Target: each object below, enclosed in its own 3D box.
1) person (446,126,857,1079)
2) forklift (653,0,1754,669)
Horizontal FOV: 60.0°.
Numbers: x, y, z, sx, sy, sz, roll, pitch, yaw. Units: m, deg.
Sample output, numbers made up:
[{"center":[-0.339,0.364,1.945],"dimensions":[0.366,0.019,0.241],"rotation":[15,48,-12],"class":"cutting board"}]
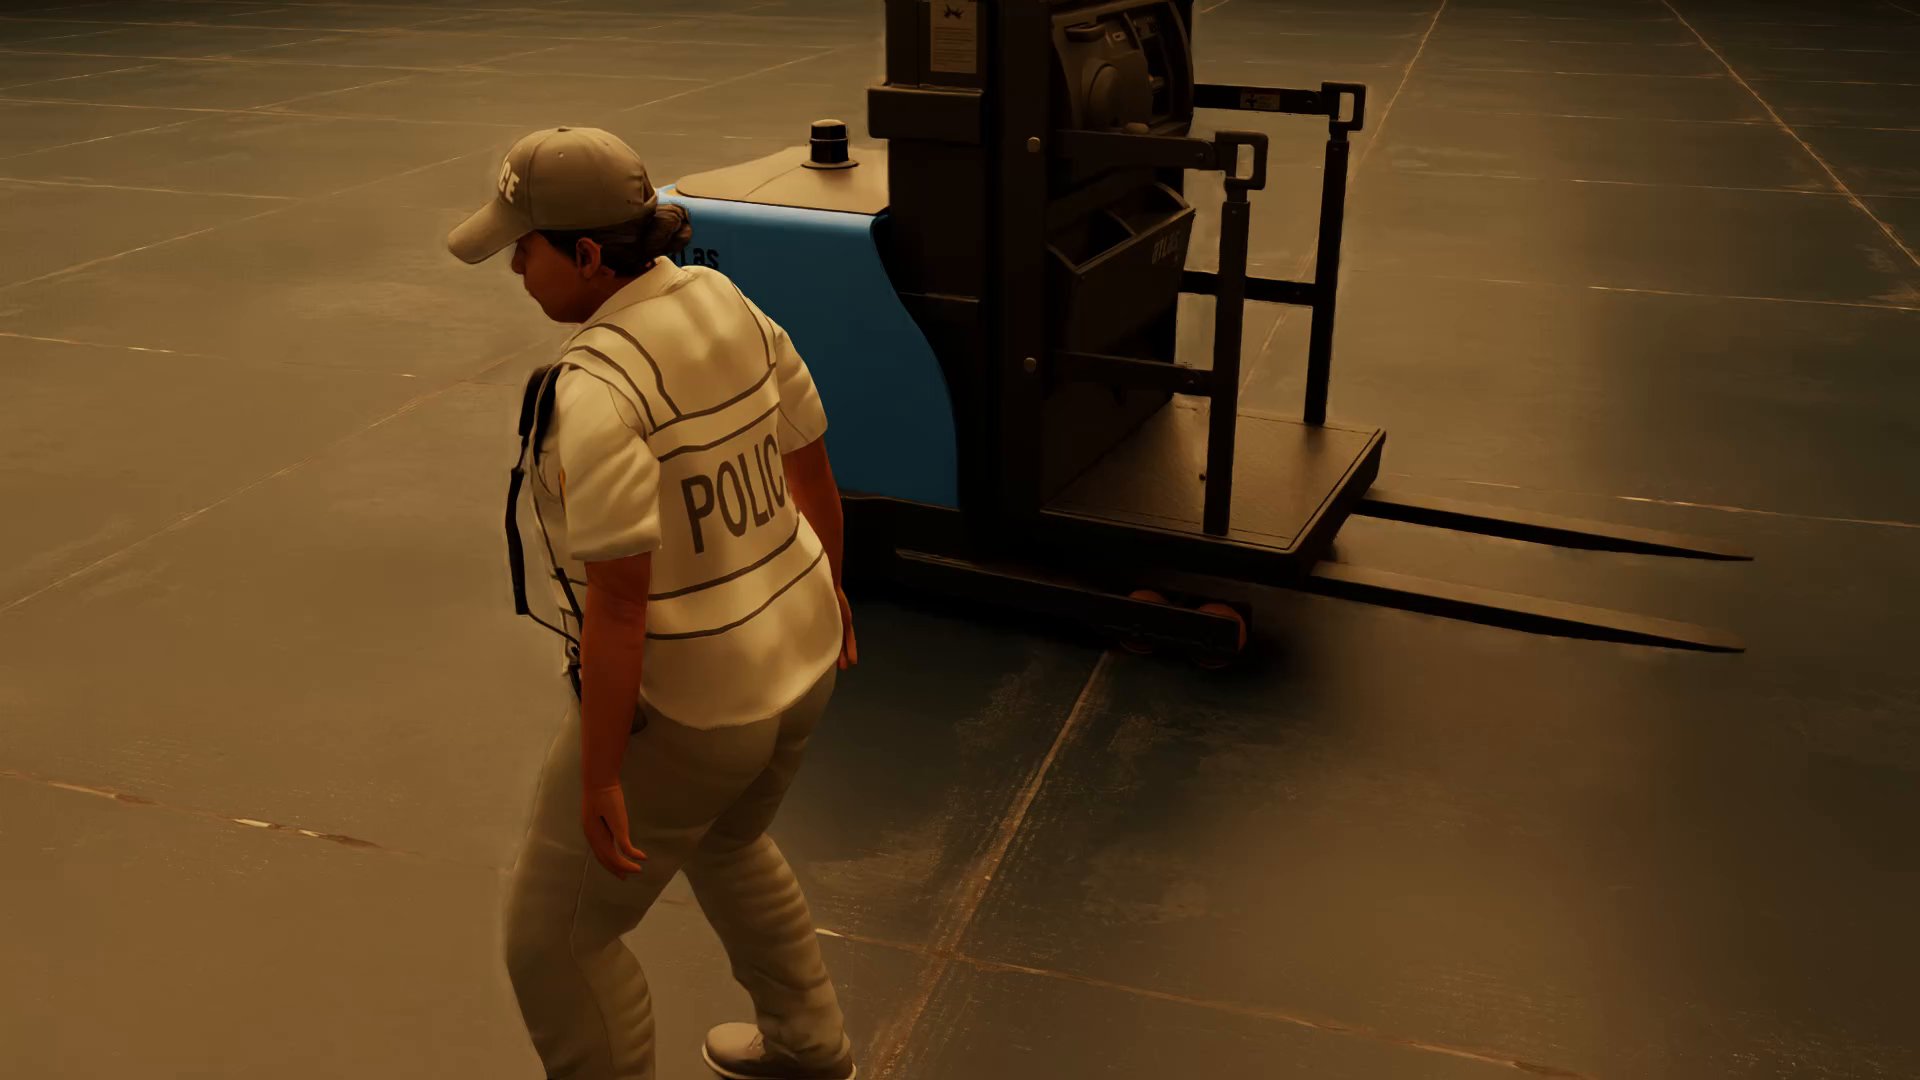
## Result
[{"center":[-0.447,0.222,2.465],"dimensions":[0.469,1.635,0.813],"rotation":[9,24,20],"class":"person"},{"center":[0.622,-1.253,4.314],"dimensions":[3.031,2.935,1.130],"rotation":[10,25,23],"class":"forklift"}]
